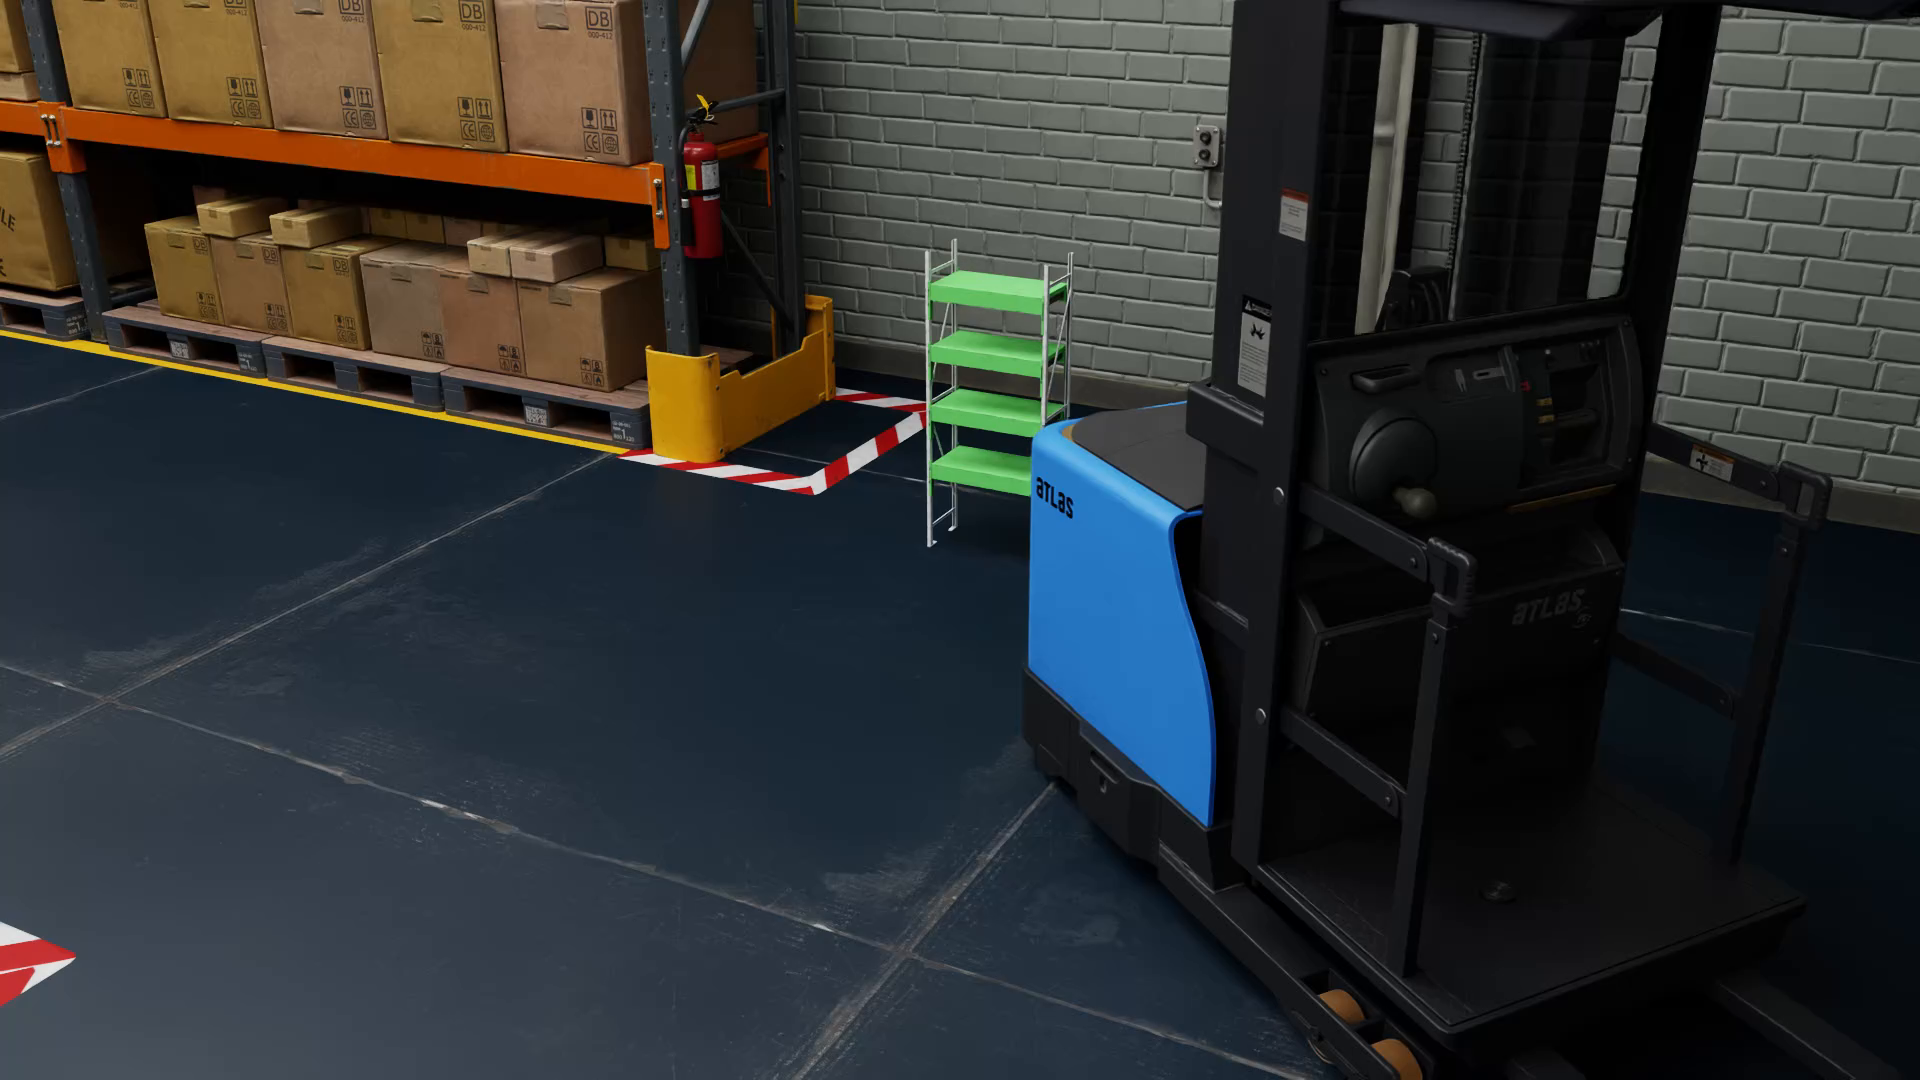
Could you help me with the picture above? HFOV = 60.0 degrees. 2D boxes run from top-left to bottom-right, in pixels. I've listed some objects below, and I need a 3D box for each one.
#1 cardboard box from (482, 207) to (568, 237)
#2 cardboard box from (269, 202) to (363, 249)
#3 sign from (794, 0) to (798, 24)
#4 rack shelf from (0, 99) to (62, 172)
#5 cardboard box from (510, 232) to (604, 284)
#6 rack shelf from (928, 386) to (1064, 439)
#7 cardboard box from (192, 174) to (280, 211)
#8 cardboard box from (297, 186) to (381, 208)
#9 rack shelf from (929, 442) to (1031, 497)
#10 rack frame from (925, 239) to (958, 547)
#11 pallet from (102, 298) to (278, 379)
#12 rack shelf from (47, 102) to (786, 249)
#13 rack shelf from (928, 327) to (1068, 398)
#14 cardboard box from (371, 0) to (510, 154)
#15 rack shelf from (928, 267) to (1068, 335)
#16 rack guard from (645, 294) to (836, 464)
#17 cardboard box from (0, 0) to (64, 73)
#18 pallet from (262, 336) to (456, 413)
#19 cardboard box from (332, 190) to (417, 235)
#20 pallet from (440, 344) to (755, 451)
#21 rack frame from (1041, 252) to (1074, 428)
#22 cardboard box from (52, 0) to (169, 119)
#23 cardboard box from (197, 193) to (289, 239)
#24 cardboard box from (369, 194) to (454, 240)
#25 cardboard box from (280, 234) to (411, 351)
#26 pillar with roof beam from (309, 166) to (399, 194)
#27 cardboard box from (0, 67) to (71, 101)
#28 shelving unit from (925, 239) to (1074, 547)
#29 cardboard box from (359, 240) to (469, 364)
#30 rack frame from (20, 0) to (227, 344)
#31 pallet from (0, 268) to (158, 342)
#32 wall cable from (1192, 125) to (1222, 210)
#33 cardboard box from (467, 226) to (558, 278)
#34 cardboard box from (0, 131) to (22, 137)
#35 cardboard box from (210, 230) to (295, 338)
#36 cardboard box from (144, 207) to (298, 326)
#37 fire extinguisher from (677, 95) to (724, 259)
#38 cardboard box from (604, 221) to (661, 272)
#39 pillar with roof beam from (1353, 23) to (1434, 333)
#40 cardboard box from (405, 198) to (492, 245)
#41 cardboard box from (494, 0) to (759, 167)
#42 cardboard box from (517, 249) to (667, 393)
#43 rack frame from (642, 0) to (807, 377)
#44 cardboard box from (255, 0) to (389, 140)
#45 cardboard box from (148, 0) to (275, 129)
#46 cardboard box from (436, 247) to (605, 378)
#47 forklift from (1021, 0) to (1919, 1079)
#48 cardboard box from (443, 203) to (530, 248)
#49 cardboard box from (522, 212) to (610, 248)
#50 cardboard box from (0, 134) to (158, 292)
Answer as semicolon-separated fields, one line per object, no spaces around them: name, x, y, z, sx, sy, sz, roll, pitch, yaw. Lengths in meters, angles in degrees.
cardboard box;-2.192;-1.568;8.433;0.250;0.149;0.380;11;26;25
cardboard box;-3.308;-1.620;8.556;0.250;0.149;0.380;10;25;23
sign;-0.793;-2.584;7.787;0.005;0.325;0.100;11;25;25
rack shelf;-6.403;-2.685;10.150;4.000;0.370;1.077;11;25;25
cardboard box;-1.916;-1.346;7.910;0.250;0.149;0.380;11;25;24
rack shelf;0.148;-0.464;6.471;0.480;0.148;0.258;11;25;25
cardboard box;-4.037;-1.932;9.288;0.250;0.149;0.380;11;25;24
cardboard box;-3.331;-1.793;8.962;0.250;0.149;0.380;10;25;23
rack shelf;0.148;-0.243;6.565;0.480;0.148;0.258;11;25;25
rack frame;-0.070;-0.566;6.548;0.015;1.200;0.240;11;25;25
pallet;-3.975;-1.218;9.345;1.213;0.211;1.003;11;25;25
rack shelf;-2.834;-1.979;8.489;4.000;0.370;1.077;11;25;25
rack shelf;0.148;-0.685;6.378;0.480;0.148;0.258;11;25;25
cardboard box;-2.163;-2.306;7.956;0.700;0.700;0.980;11;25;24
rack shelf;0.148;-0.906;6.284;0.480;0.148;0.258;11;25;25
rack guard;-1.027;-0.802;7.997;0.348;0.500;1.175;11;25;25
cardboard box;-5.144;-2.849;9.082;0.500;0.500;0.500;11;25;24
pallet;-2.882;-1.003;8.839;1.213;0.211;1.003;11;25;25
cardboard box;-3.106;-1.748;8.856;0.250;0.149;0.380;11;26;25
pallet;-1.798;-0.787;8.332;1.213;0.211;1.003;11;25;25
rack frame;0.365;-0.480;6.345;0.015;1.200;0.240;11;25;25
cardboard box;-4.142;-2.700;8.882;0.700;0.700;0.980;12;26;25
cardboard box;-3.774;-1.712;8.772;0.250;0.149;0.380;12;26;26
cardboard box;-2.875;-1.703;8.750;0.250;0.149;0.380;11;25;24
cardboard box;-3.094;-1.357;8.765;0.500;0.500;0.700;12;26;26
pillar with roof beam;-5.546;-4.099;4.889;0.400;9.000;9.100;11;25;25
cardboard box;-5.048;-2.517;9.132;0.250;0.149;0.380;11;26;25
shelving unit;0.148;-0.523;6.446;0.503;1.200;0.258;11;25;25
cardboard box;-2.614;-1.265;8.550;0.500;0.500;0.700;10;25;23
rack frame;-4.619;-2.663;9.179;0.127;3.000;1.000;11;25;25
pallet;-5.341;-1.490;9.983;1.213;0.211;1.003;11;25;25
wall cable;0.521;-2.528;7.565;1.851;1.984;0.084;11;25;25
cardboard box;-2.144;-1.391;8.016;0.250;0.149;0.380;12;26;26
cardboard box;-6.052;-2.092;10.047;0.750;0.750;0.750;12;26;26
cardboard box;-3.551;-1.448;8.980;0.500;0.500;0.700;11;25;24
cardboard box;-3.997;-1.538;9.191;0.500;0.500;0.700;12;26;25
fire extinguisher;-1.122;-1.562;7.165;0.183;0.674;0.296;11;25;25
cardboard box;-1.517;-1.435;8.119;0.250;0.149;0.380;11;26;25
pillar with roof beam;-0.191;-3.039;2.398;0.400;9.000;9.100;11;25;25
cardboard box;-2.649;-1.658;8.644;0.250;0.149;0.380;11;26;25
cardboard box;-1.509;-2.181;7.663;0.700;0.700;0.980;12;26;27
cardboard box;-1.719;-1.088;8.134;0.500;0.500;0.700;11;25;25
rack frame;-1.049;-1.957;7.518;0.127;3.000;1.000;11;25;25
cardboard box;-2.839;-2.444;8.280;0.700;0.700;0.980;10;25;22
cardboard box;-3.493;-2.569;8.574;0.700;0.700;0.980;11;25;23
cardboard box;-2.165;-1.177;8.341;0.500;0.500;0.700;11;25;24
forklift;1.287;-0.258;3.611;1.130;2.935;3.031;-11;25;-24
cardboard box;-2.420;-1.613;8.538;0.250;0.149;0.380;12;26;25
cardboard box;-1.969;-1.524;8.329;0.250;0.149;0.380;11;26;25
cardboard box;-5.257;-1.936;9.681;0.750;0.750;0.750;12;26;25
